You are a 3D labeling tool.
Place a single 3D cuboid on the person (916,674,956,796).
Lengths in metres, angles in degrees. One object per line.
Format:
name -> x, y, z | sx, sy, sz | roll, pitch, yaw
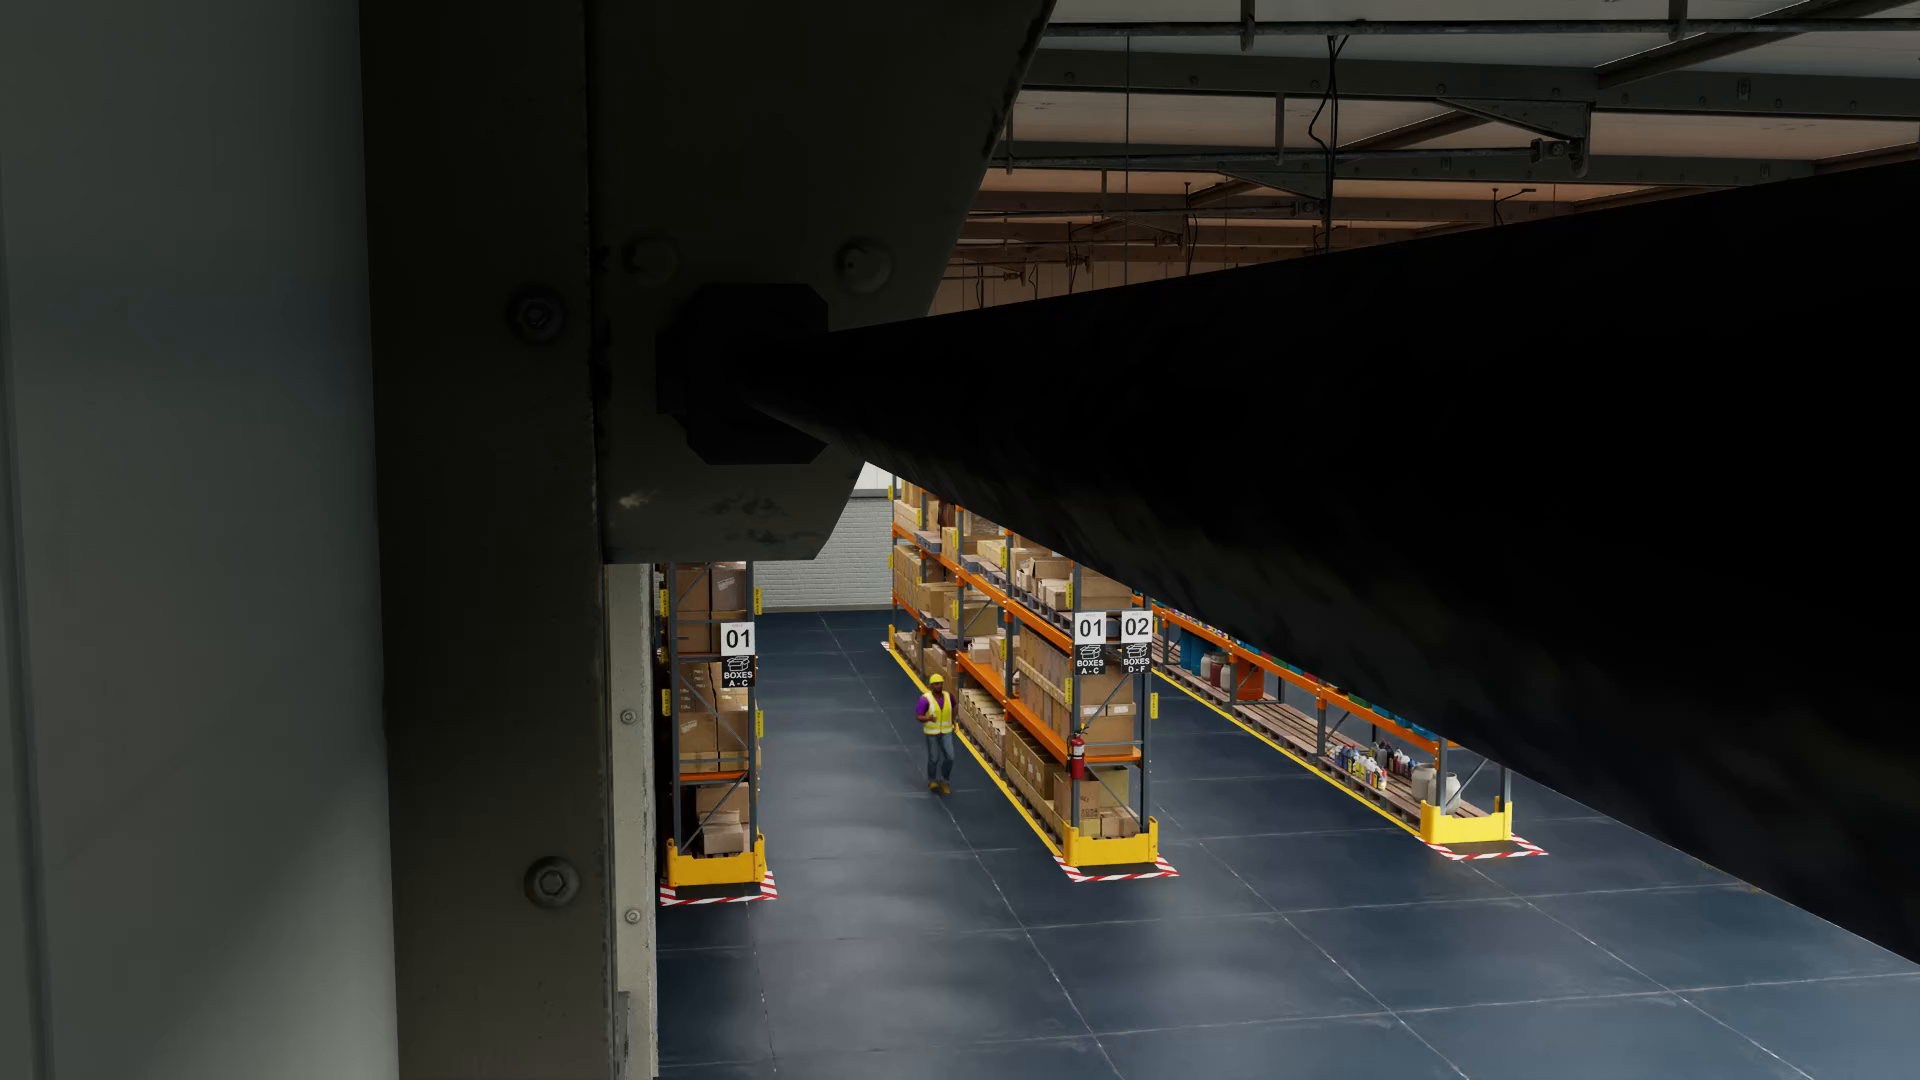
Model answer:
person -> -0.304, 2.844, 24.242 | 0.678, 1.793, 0.693 | -2, 6, -17
